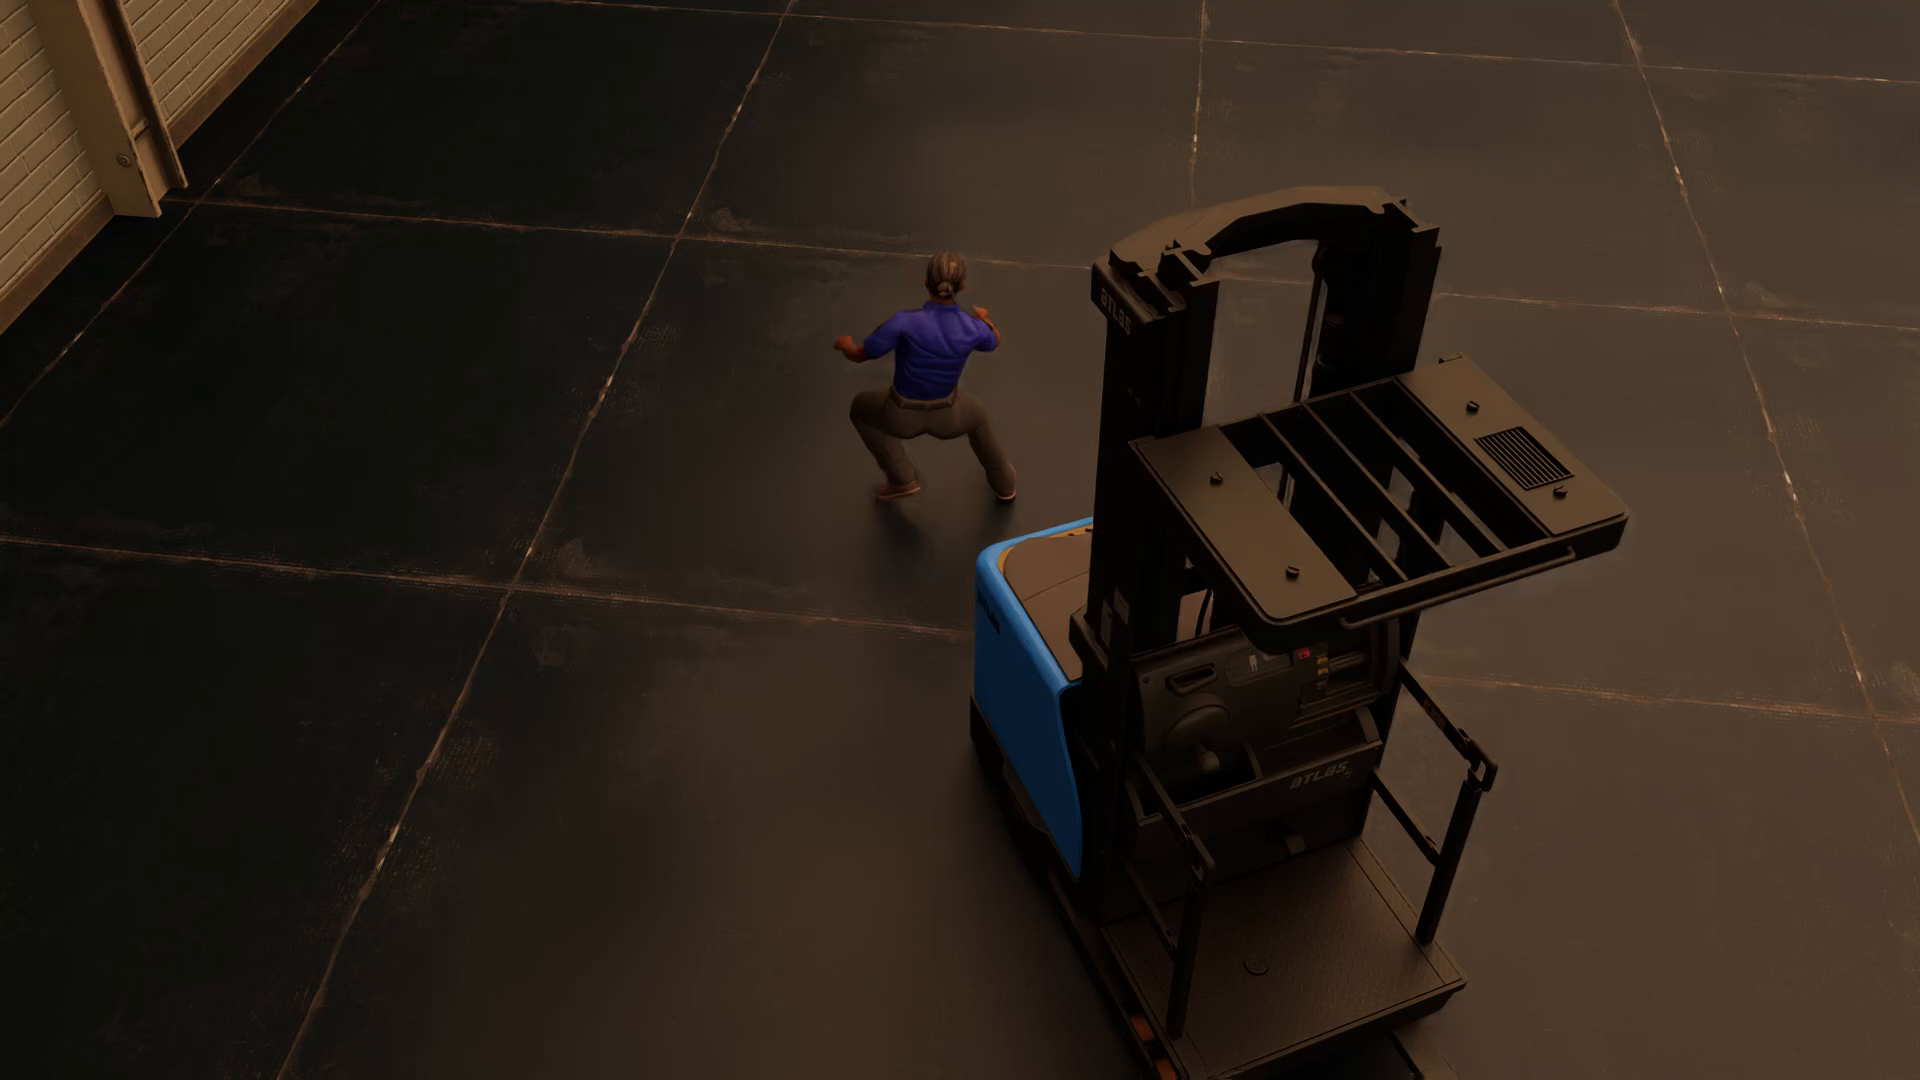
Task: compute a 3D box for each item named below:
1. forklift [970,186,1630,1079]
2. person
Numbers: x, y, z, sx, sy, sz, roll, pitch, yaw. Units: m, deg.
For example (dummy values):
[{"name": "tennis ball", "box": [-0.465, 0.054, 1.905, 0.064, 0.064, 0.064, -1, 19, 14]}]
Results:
[{"name": "forklift", "box": [1.070, 0.542, 5.135, 1.130, 2.935, 3.031, -16, 45, -16]}, {"name": "person", "box": [-0.138, -0.756, 7.621, 0.860, 1.475, 0.686, -6, 43, -6]}]
